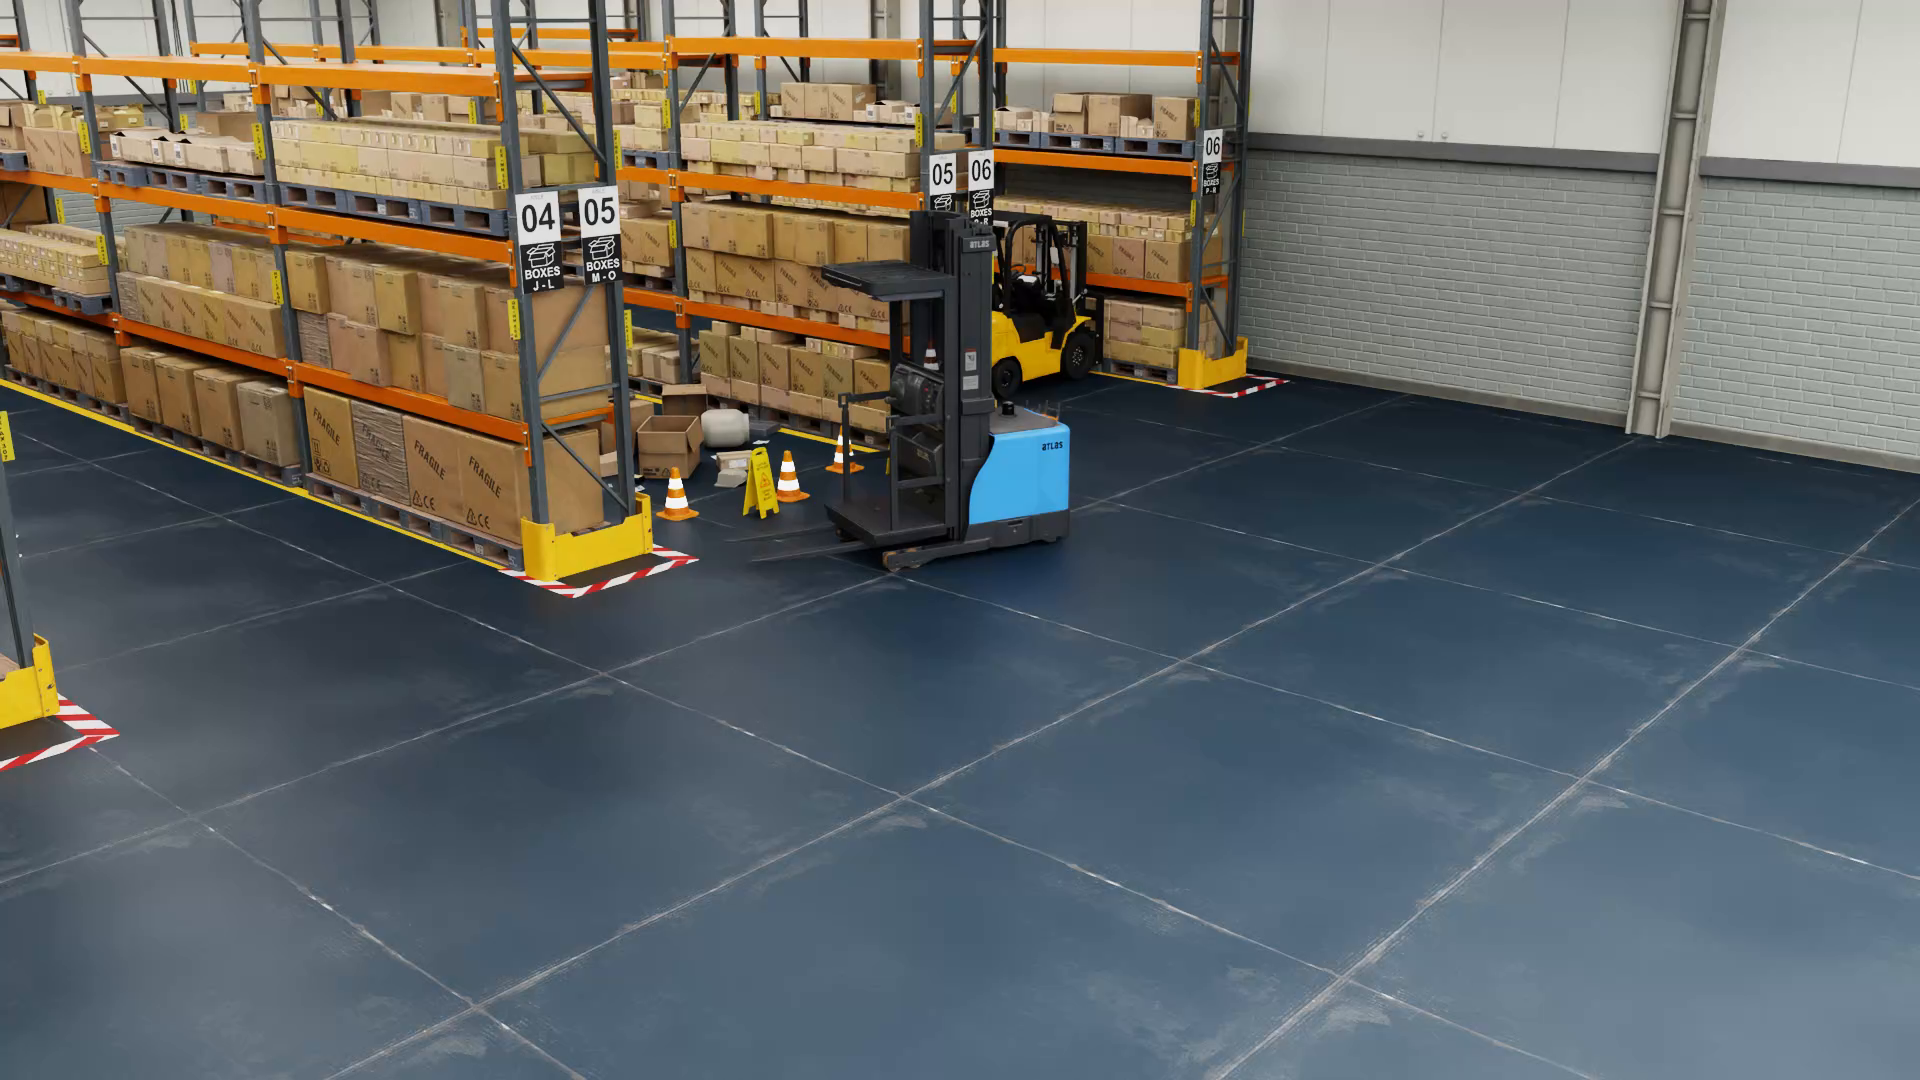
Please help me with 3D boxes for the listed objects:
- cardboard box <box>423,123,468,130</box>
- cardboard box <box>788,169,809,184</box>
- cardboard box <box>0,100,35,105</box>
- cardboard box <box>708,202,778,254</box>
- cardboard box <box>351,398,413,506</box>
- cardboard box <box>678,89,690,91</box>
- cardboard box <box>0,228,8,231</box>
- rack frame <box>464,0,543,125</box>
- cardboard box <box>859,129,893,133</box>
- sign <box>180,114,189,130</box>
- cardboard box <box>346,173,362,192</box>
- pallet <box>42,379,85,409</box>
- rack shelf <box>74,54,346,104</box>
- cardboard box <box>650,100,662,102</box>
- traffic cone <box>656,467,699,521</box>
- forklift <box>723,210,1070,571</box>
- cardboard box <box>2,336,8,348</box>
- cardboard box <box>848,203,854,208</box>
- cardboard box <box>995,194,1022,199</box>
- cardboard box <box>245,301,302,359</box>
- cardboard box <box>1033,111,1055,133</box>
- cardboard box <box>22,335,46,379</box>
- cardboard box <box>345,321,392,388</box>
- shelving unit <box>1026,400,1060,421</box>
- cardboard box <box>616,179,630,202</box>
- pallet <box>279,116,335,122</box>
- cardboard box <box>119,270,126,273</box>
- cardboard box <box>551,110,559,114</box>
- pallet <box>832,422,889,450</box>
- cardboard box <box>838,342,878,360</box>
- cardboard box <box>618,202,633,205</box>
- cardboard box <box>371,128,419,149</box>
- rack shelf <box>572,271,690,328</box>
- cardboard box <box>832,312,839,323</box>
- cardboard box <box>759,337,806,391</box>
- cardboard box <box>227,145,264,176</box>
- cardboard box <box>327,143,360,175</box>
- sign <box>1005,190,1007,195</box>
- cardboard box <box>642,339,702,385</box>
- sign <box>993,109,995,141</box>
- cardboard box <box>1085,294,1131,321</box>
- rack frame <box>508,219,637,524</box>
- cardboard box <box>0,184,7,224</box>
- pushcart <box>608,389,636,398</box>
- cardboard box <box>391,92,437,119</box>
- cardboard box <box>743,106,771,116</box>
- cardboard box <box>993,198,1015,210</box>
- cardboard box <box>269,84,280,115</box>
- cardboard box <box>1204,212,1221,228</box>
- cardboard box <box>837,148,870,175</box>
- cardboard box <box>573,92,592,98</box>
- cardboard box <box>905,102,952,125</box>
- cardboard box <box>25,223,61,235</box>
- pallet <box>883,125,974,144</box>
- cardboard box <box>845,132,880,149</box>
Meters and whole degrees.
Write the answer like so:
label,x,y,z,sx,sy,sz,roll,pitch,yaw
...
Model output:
label,x,y,z,sx,sy,sz,roll,pitch,yaw
cardboard box,-4.610,-3.676,15.015,0.250,0.149,0.380,15,23,40
cardboard box,-1.661,-3.998,18.208,0.250,0.149,0.380,15,23,39
cardboard box,-12.005,-5.227,20.806,0.500,0.500,0.700,15,23,39
cardboard box,-2.469,-3.606,19.205,0.500,0.500,0.700,15,23,40
cardboard box,-5.131,-0.910,15.837,0.875,0.875,0.875,15,23,40
cardboard box,-4.479,-7.309,27.290,0.250,0.149,0.380,15,23,40
cardboard box,-12.226,-3.832,20.964,0.250,0.149,0.380,17,24,42
rack frame,-6.013,-6.847,21.811,0.127,3.000,1.000,15,23,39
cardboard box,-0.892,-4.396,18.142,0.250,0.149,0.380,15,23,39
sign,-8.849,-4.685,18.972,0.005,0.325,0.100,15,23,39
cardboard box,-5.231,-3.197,14.824,0.250,0.149,0.380,15,23,39
pallet,-10.715,-1.921,20.815,1.213,0.211,1.003,15,23,39
rack shelf,-7.727,-4.772,17.122,4.000,0.370,1.077,15,23,39
cardboard box,-4.804,-7.065,27.012,0.250,0.149,0.380,16,23,41
traffic cone,-2.694,-0.460,15.796,0.334,0.463,0.336,15,23,39
forklift,-0.556,-1.309,14.391,3.031,2.935,1.130,-9,20,-26
cardboard box,-12.662,-2.625,21.952,0.250,0.149,0.380,16,23,40
cardboard box,-1.447,-5.051,24.830,0.250,0.149,0.380,15,23,39
cardboard box,0.710,-4.811,23.584,0.250,0.149,0.380,15,23,39
cardboard box,-6.799,-2.136,16.719,0.500,0.500,0.500,15,23,39
cardboard box,1.179,-5.555,22.061,0.258,0.266,0.396,14,23,38
cardboard box,-11.442,-2.345,20.981,0.500,0.500,0.500,16,24,42
cardboard box,-5.195,-1.804,15.590,0.550,0.550,0.875,15,23,39
shelving unit,0.736,-0.802,15.863,0.252,1.050,0.215,-4,16,-38
cardboard box,-5.500,-6.015,28.246,0.500,0.500,0.700,16,23,41
pallet,-9.610,-6.345,25.334,1.213,0.211,1.003,15,23,39
cardboard box,-9.827,-3.171,19.867,0.250,0.149,0.380,17,24,42
cardboard box,-6.915,-7.446,29.073,0.250,0.149,0.380,16,24,41
pallet,-0.671,-1.239,18.666,1.213,0.211,1.003,15,23,39
cardboard box,-1.121,-2.098,18.303,0.250,0.149,0.380,16,24,41
cardboard box,-4.261,-4.110,20.681,0.250,0.149,0.380,14,22,37
cardboard box,-4.858,-3.476,14.385,0.250,0.149,0.380,15,23,40
rack shelf,-4.517,-3.243,21.562,4.000,0.370,1.077,15,23,39
cardboard box,-1.203,-2.499,18.441,0.250,0.149,0.380,15,23,40
cardboard box,-1.964,-2.043,19.201,0.500,0.500,0.500,17,24,42
cardboard box,-6.866,-3.756,16.418,0.500,0.250,0.500,15,23,40
cardboard box,-5.295,-3.429,14.894,0.500,0.250,0.500,15,23,39
sign,0.638,-4.885,23.982,0.005,0.325,0.100,15,23,39
cardboard box,-3.415,-2.237,20.852,0.625,0.372,0.950,15,23,40
sign,0.330,-4.351,17.458,0.005,0.325,0.100,15,23,39
cardboard box,1.941,-3.094,22.099,0.500,0.250,0.500,15,23,40
rack frame,-3.240,-1.241,14.064,0.127,3.000,1.000,15,23,39
cardboard box,-12.746,-4.350,21.550,0.500,0.500,0.500,14,22,37
pushcart,-4.497,-1.409,18.927,0.936,0.377,1.648,7,19,21
cardboard box,-7.524,-5.954,23.094,0.500,0.500,0.500,15,23,40
cardboard box,-3.146,-6.677,25.821,0.250,0.149,0.380,16,23,40
cardboard box,0.579,-4.648,23.069,0.250,0.149,0.380,15,23,40
cardboard box,-10.588,-6.881,25.850,0.500,0.500,0.500,16,23,40
cardboard box,3.153,-4.120,21.405,0.250,0.149,0.380,14,23,38
cardboard box,-0.958,-4.028,17.641,0.500,0.250,0.500,15,23,39
cardboard box,-6.250,-7.700,28.386,0.500,0.250,0.500,15,23,39
cardboard box,-0.433,-6.034,23.494,0.500,0.311,0.500,14,22,38
cardboard box,-11.785,-3.978,21.426,0.250,0.149,0.380,16,24,42
pallet,-0.398,-5.821,23.853,1.217,0.209,0.805,14,22,37
cardboard box,-1.005,-4.243,17.660,0.250,0.149,0.380,15,23,40
